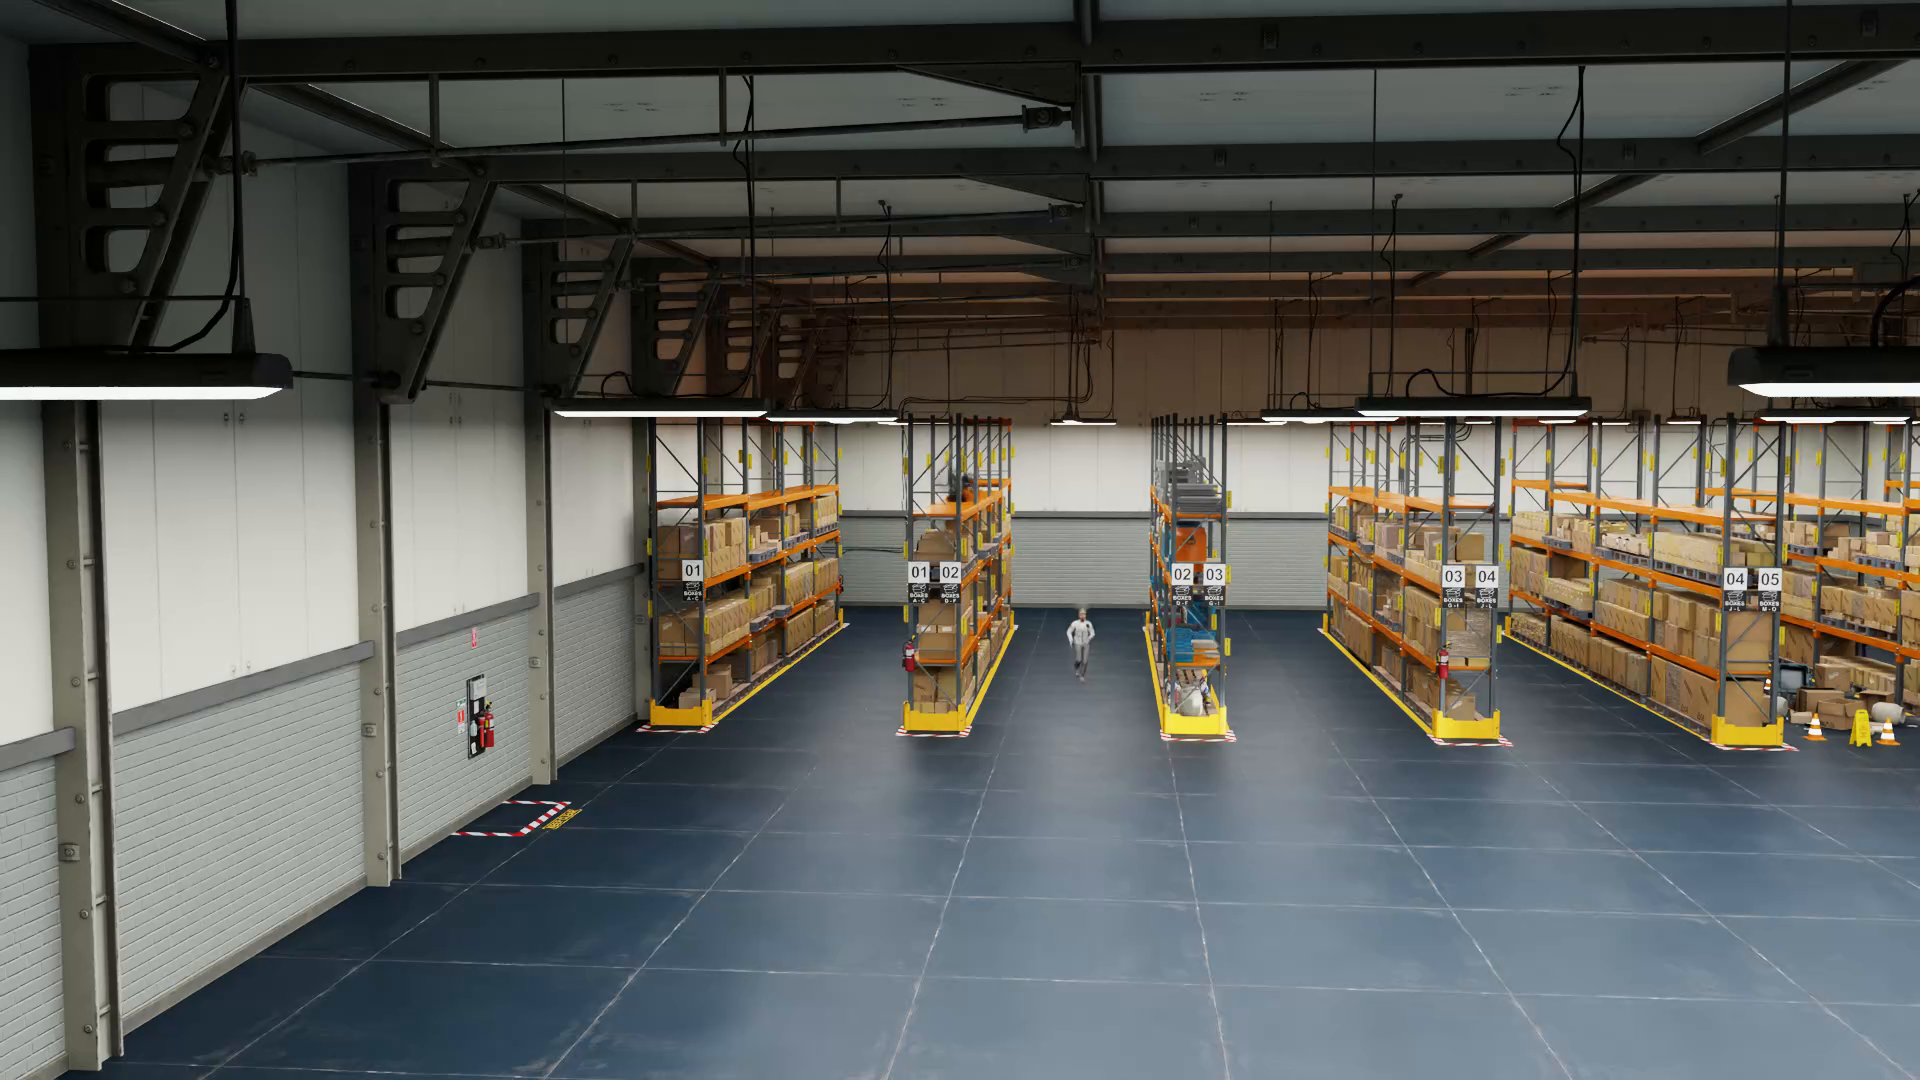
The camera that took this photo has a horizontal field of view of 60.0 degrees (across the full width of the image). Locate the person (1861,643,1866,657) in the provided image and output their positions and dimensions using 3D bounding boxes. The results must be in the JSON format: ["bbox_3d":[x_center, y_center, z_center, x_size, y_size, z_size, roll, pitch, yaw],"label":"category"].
[{"bbox_3d":[21.655,2.231,40.009,0.601,1.598,0.544,0,4,2],"label":"person"}]

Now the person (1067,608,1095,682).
[{"bbox_3d":[2.732,2.353,37.248,0.615,1.658,0.541,0,4,-5],"label":"person"}]

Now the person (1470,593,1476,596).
[{"bbox_3d":[13.838,1.851,45.073,0.714,1.675,0.881,1,4,17],"label":"person"}]
